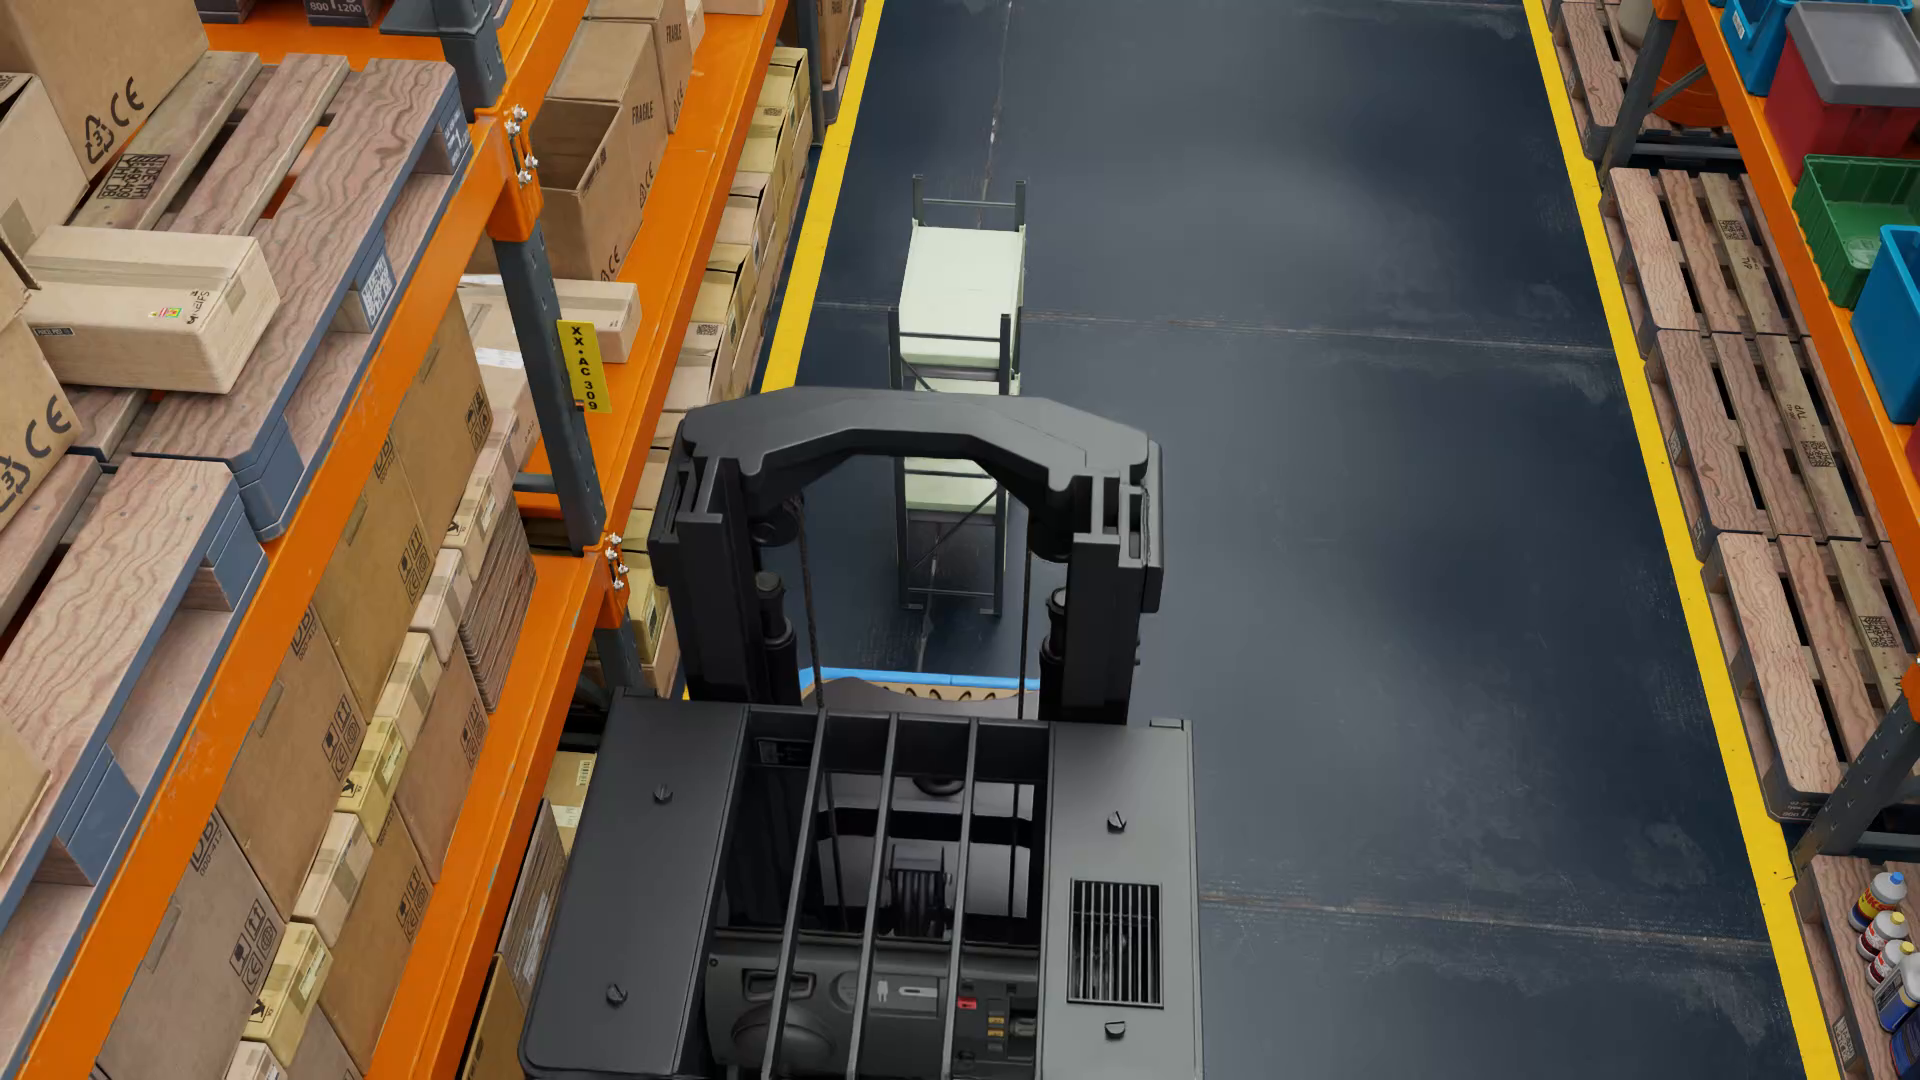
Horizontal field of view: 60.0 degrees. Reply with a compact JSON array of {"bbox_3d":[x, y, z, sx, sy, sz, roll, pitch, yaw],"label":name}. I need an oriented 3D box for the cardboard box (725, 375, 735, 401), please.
[{"bbox_3d":[-1.193,-0.433,6.692,0.500,0.250,0.500,3,48,2],"label":"cardboard box"}]

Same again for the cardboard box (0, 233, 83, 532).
[{"bbox_3d":[-1.844,-0.218,2.434,0.797,0.503,0.637,9,48,8],"label":"cardboard box"}]

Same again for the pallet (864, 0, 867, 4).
[{"bbox_3d":[-0.984,-3.622,9.920,1.003,0.211,1.213,4,48,4],"label":"pallet"}]

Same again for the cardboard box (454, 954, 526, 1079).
[{"bbox_3d":[-1.492,1.439,4.471,0.500,0.500,0.500,4,48,4],"label":"cardboard box"}]

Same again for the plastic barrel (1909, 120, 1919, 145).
[{"bbox_3d":[3.809,-1.745,6.237,0.421,0.512,0.421,0,48,0],"label":"plastic barrel"}]

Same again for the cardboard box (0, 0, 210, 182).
[{"bbox_3d":[-1.877,-1.066,3.212,0.500,0.500,0.500,7,48,7],"label":"cardboard box"}]

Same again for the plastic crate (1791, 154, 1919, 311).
[{"bbox_3d":[3.242,-1.075,5.844,0.450,0.188,0.662,4,48,4],"label":"plastic crate"}]

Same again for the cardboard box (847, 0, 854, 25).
[{"bbox_3d":[-0.836,-3.128,8.974,0.500,0.500,0.500,2,48,2],"label":"cardboard box"}]

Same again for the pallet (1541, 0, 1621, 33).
[{"bbox_3d":[3.873,-3.322,9.645,1.003,0.211,1.213,4,48,4],"label":"pallet"}]

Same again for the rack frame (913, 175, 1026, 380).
[{"bbox_3d":[0.033,-0.770,6.438,0.400,1.500,0.023,4,48,4],"label":"rack frame"}]

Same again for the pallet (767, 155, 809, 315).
[{"bbox_3d":[-1.318,-1.579,8.052,1.003,0.211,1.213,4,48,4],"label":"pallet"}]

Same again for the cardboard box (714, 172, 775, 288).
[{"bbox_3d":[-1.096,-1.371,7.170,0.500,0.311,0.500,4,48,3],"label":"cardboard box"}]

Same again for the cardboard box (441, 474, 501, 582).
[{"bbox_3d":[-1.404,-0.040,4.247,0.380,0.149,0.250,3,48,3],"label":"cardboard box"}]

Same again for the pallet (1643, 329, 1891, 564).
[{"bbox_3d":[3.505,-0.385,6.959,1.003,0.211,1.213,4,48,4],"label":"pallet"}]

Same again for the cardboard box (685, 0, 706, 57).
[{"bbox_3d":[-1.264,-2.097,6.806,0.380,0.149,0.250,7,48,6],"label":"cardboard box"}]

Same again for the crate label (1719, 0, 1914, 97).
[{"bbox_3d":[3.369,-2.087,6.602,0.502,0.435,0.616,4,48,4],"label":"crate label"}]

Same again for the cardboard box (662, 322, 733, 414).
[{"bbox_3d":[-1.186,-0.621,6.484,0.500,0.311,0.500,2,48,2],"label":"cardboard box"}]

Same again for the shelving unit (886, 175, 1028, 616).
[{"bbox_3d":[-0.001,-0.501,6.192,0.431,1.500,0.755,4,48,4],"label":"shelving unit"}]

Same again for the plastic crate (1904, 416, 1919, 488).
[{"bbox_3d":[3.103,-0.246,4.899,0.402,0.464,0.583,4,48,4],"label":"plastic crate"}]

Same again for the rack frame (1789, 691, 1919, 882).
[{"bbox_3d":[3.364,0.152,4.578,1.000,3.000,0.127,4,48,4],"label":"rack frame"}]

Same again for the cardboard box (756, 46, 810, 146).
[{"bbox_3d":[-1.006,-2.124,7.859,0.500,0.311,0.500,5,48,5],"label":"cardboard box"}]

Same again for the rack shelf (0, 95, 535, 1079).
[{"bbox_3d":[-1.751,0.517,2.699,1.077,0.370,4.000,4,48,4],"label":"rack shelf"}]

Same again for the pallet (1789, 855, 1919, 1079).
[{"bbox_3d":[3.261,1.584,5.158,1.003,0.211,1.213,4,48,4],"label":"pallet"}]

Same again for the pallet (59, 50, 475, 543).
[{"bbox_3d":[-1.620,-0.537,3.236,1.003,0.211,1.213,4,48,4],"label":"pallet"}]

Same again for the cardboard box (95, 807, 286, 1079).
[{"bbox_3d":[-1.740,0.778,3.059,0.700,0.500,0.500,4,48,4],"label":"cardboard box"}]

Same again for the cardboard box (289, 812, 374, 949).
[{"bbox_3d":[-1.497,0.711,3.560,0.380,0.149,0.250,5,48,5],"label":"cardboard box"}]

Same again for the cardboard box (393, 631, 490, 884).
[{"bbox_3d":[-1.644,0.497,4.195,0.700,0.500,0.500,3,48,3],"label":"cardboard box"}]

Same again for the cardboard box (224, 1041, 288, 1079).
[{"bbox_3d":[-1.542,1.100,3.204,0.380,0.149,0.250,4,48,4],"label":"cardboard box"}]

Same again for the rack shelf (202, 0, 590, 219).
[{"bbox_3d":[-1.386,-2.423,5.388,1.077,0.370,4.000,4,48,4],"label":"rack shelf"}]

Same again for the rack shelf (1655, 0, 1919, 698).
[{"bbox_3d":[3.546,-1.075,6.188,1.077,0.370,4.000,4,48,4],"label":"rack shelf"}]

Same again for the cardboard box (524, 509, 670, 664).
[{"bbox_3d":[-1.283,0.127,5.800,0.500,0.311,0.500,4,48,4],"label":"cardboard box"}]

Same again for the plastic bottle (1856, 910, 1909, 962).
[{"bbox_3d":[2.889,1.228,5.193,0.097,0.201,0.097,0,48,0],"label":"plastic bottle"}]

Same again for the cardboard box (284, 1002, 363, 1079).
[{"bbox_3d":[-1.739,1.242,3.513,0.700,0.500,0.500,5,48,5],"label":"cardboard box"}]

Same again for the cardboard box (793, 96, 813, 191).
[{"bbox_3d":[-1.009,-1.934,8.064,0.500,0.250,0.500,5,48,4],"label":"cardboard box"}]

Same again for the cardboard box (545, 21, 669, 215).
[{"bbox_3d":[-1.389,-1.536,6.054,0.500,0.500,0.500,4,48,4],"label":"cardboard box"}]

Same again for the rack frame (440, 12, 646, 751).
[{"bbox_3d":[-1.568,-0.184,4.885,1.000,3.000,0.127,4,48,4],"label":"rack frame"}]

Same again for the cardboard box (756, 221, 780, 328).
[{"bbox_3d":[-1.101,-1.185,7.380,0.500,0.250,0.500,5,48,4],"label":"cardboard box"}]

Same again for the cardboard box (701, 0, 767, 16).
[{"bbox_3d":[-1.011,-2.359,7.045,0.380,0.149,0.250,4,48,4],"label":"cardboard box"}]

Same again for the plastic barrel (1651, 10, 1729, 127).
[{"bbox_3d":[3.756,-2.557,8.242,0.600,0.830,0.708,4,48,4],"label":"plastic barrel"}]

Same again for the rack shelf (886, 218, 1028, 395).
[{"bbox_3d":[-0.001,-0.765,5.904,0.431,0.370,0.720,4,48,4],"label":"rack shelf"}]

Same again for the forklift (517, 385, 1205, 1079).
[{"bbox_3d":[-0.131,1.221,3.647,1.130,2.935,3.031,3,48,3],"label":"forklift"}]

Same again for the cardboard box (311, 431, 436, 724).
[{"bbox_3d":[-1.647,0.043,3.731,0.700,0.500,0.500,4,48,3],"label":"cardboard box"}]

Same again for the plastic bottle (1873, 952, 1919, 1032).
[{"bbox_3d":[2.896,1.367,5.014,0.152,0.276,0.135,5,48,5],"label":"plastic bottle"}]

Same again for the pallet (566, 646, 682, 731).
[{"bbox_3d":[-1.540,0.214,6.412,1.003,0.211,1.213,4,48,4],"label":"pallet"}]

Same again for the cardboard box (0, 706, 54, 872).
[{"bbox_3d":[-1.509,0.319,1.946,0.500,0.500,0.500,4,48,4],"label":"cardboard box"}]

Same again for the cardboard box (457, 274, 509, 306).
[{"bbox_3d":[-1.671,-0.797,5.537,0.396,0.266,0.258,3,48,3],"label":"cardboard box"}]

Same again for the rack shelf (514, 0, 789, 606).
[{"bbox_3d":[-1.386,-1.410,6.495,1.077,0.370,4.000,4,48,4],"label":"rack shelf"}]

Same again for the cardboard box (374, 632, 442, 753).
[{"bbox_3d":[-1.449,0.345,3.894,0.380,0.149,0.250,4,48,3],"label":"cardboard box"}]
